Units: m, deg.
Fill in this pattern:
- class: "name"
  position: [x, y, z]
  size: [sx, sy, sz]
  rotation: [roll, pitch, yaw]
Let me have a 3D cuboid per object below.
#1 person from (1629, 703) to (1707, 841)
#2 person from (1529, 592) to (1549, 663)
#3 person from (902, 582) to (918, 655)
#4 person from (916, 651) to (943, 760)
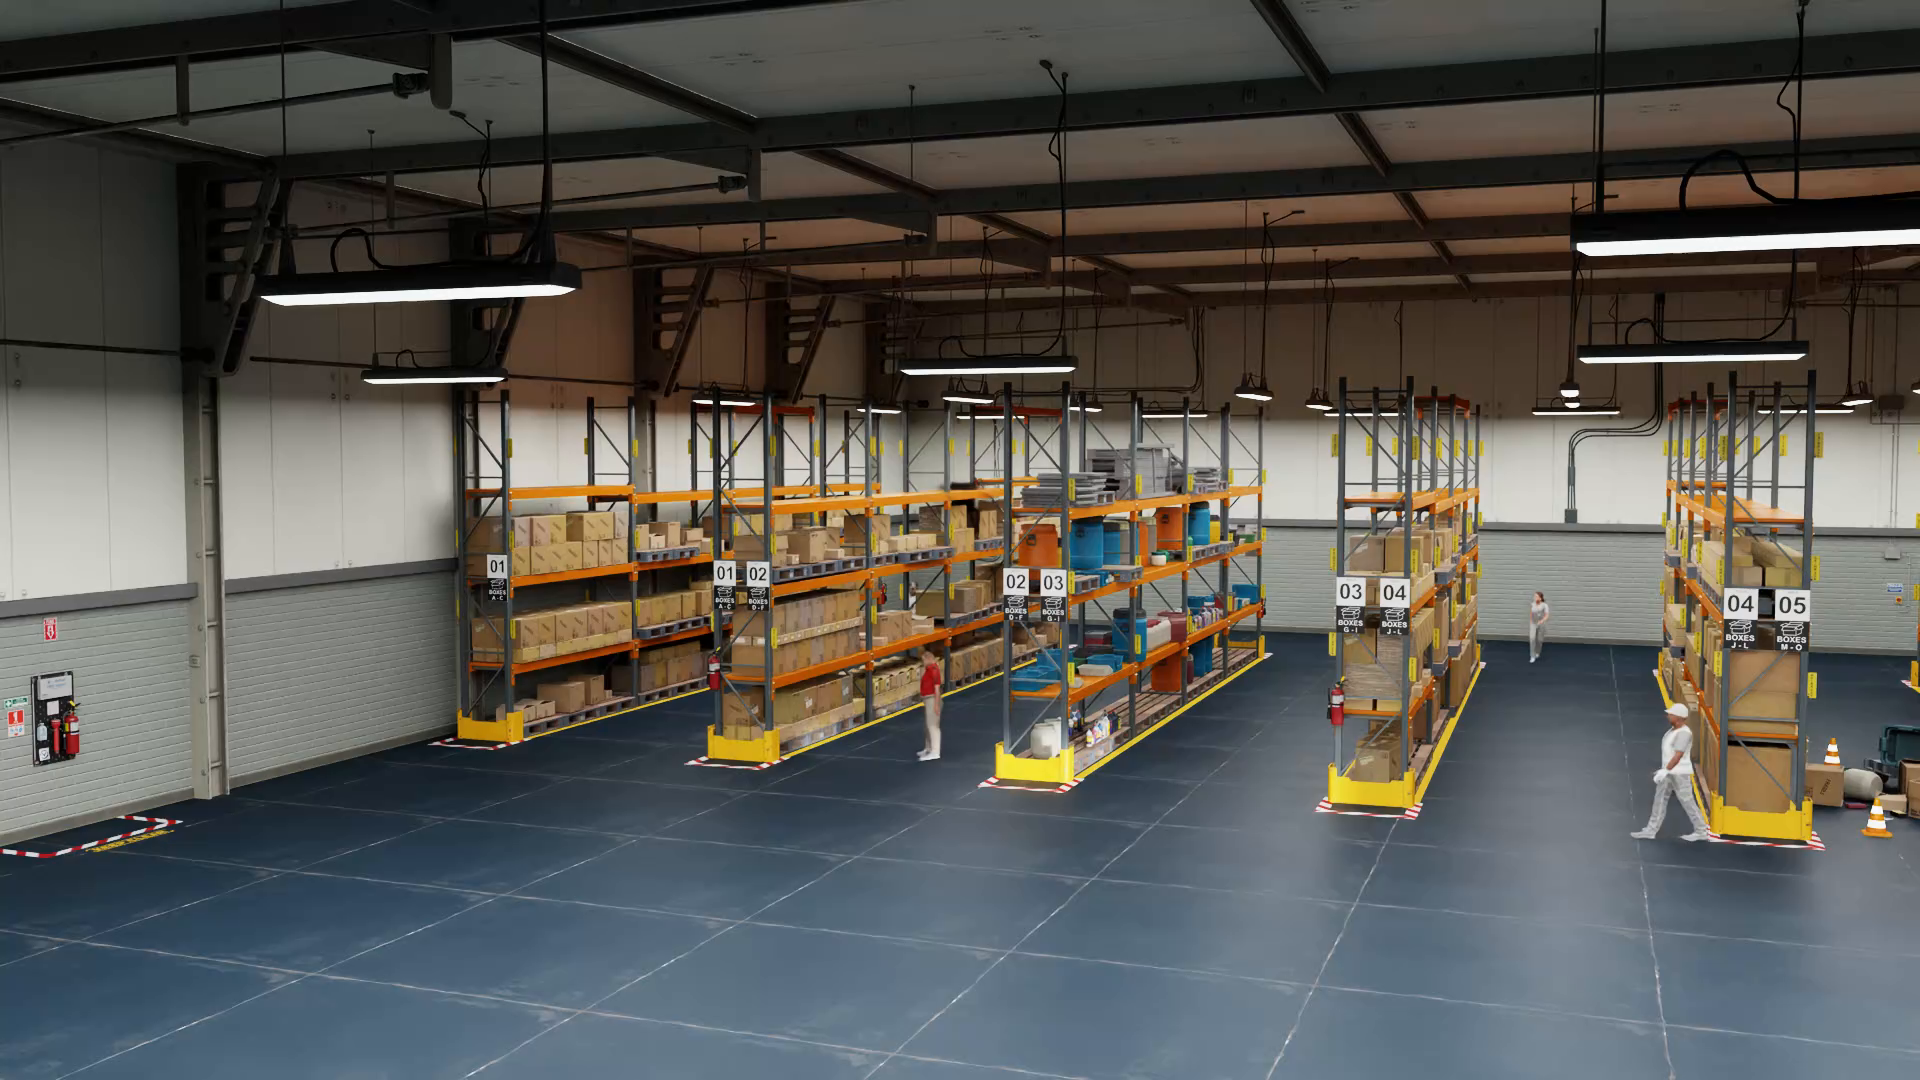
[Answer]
- class: "person"
  position: [9.009, 2.950, 21.095]
  size: [0.896, 1.757, 0.624]
  rotation: [1, 3, 11]
- class: "person"
  position: [13.656, 2.039, 39.211]
  size: [0.425, 1.650, 0.973]
  rotation: [1, 3, 20]
- class: "person"
  position: [-1.102, 1.915, 39.500]
  size: [0.698, 1.836, 0.846]
  rotation: [1, 3, 24]
- class: "person"
  position: [-0.492, 2.658, 26.889]
  size: [0.429, 1.726, 0.594]
  rotation: [0, 3, -7]
